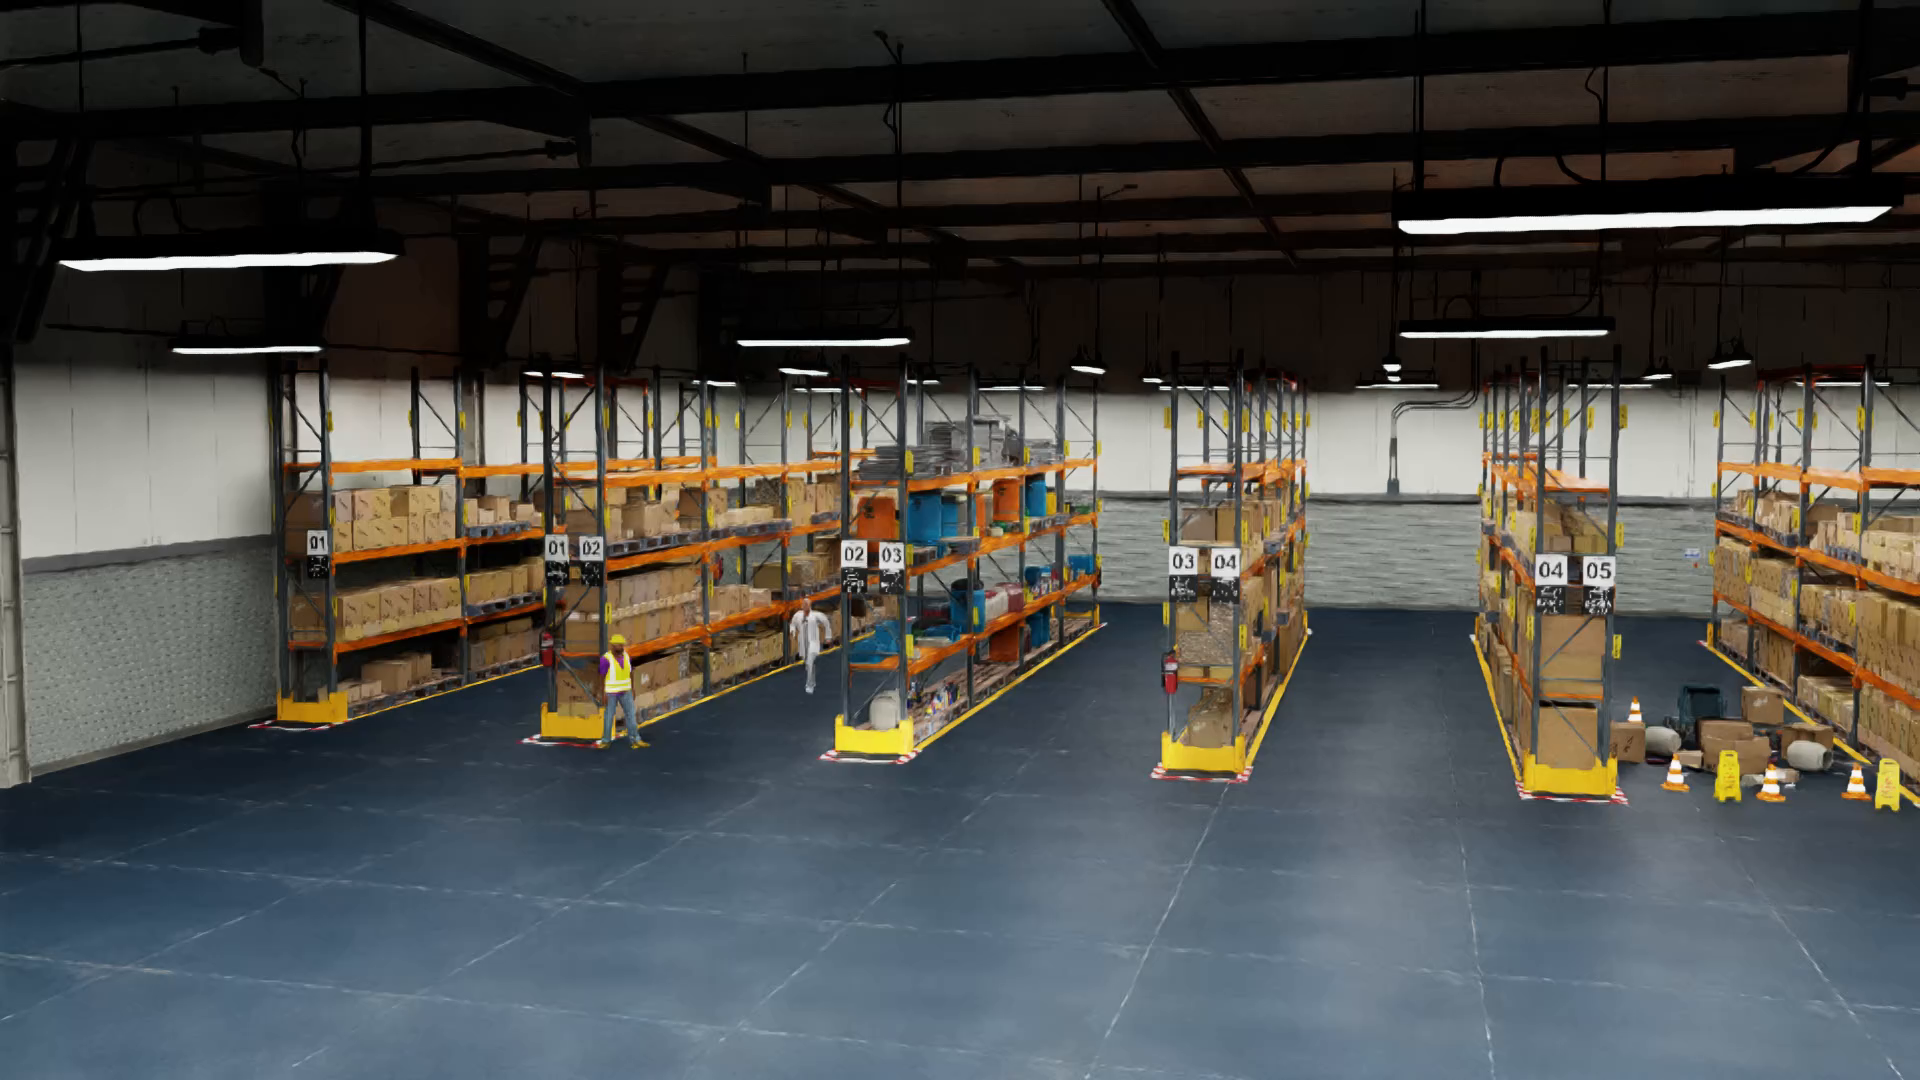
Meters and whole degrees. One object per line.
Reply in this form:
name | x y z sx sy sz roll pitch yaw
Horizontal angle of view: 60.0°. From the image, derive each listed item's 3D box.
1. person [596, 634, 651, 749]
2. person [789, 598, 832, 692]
person | -5.150 2.294 25.248 0.738 1.755 0.567 -3 5 -38
person | -2.810 1.921 30.911 0.736 1.717 0.904 1 4 20
